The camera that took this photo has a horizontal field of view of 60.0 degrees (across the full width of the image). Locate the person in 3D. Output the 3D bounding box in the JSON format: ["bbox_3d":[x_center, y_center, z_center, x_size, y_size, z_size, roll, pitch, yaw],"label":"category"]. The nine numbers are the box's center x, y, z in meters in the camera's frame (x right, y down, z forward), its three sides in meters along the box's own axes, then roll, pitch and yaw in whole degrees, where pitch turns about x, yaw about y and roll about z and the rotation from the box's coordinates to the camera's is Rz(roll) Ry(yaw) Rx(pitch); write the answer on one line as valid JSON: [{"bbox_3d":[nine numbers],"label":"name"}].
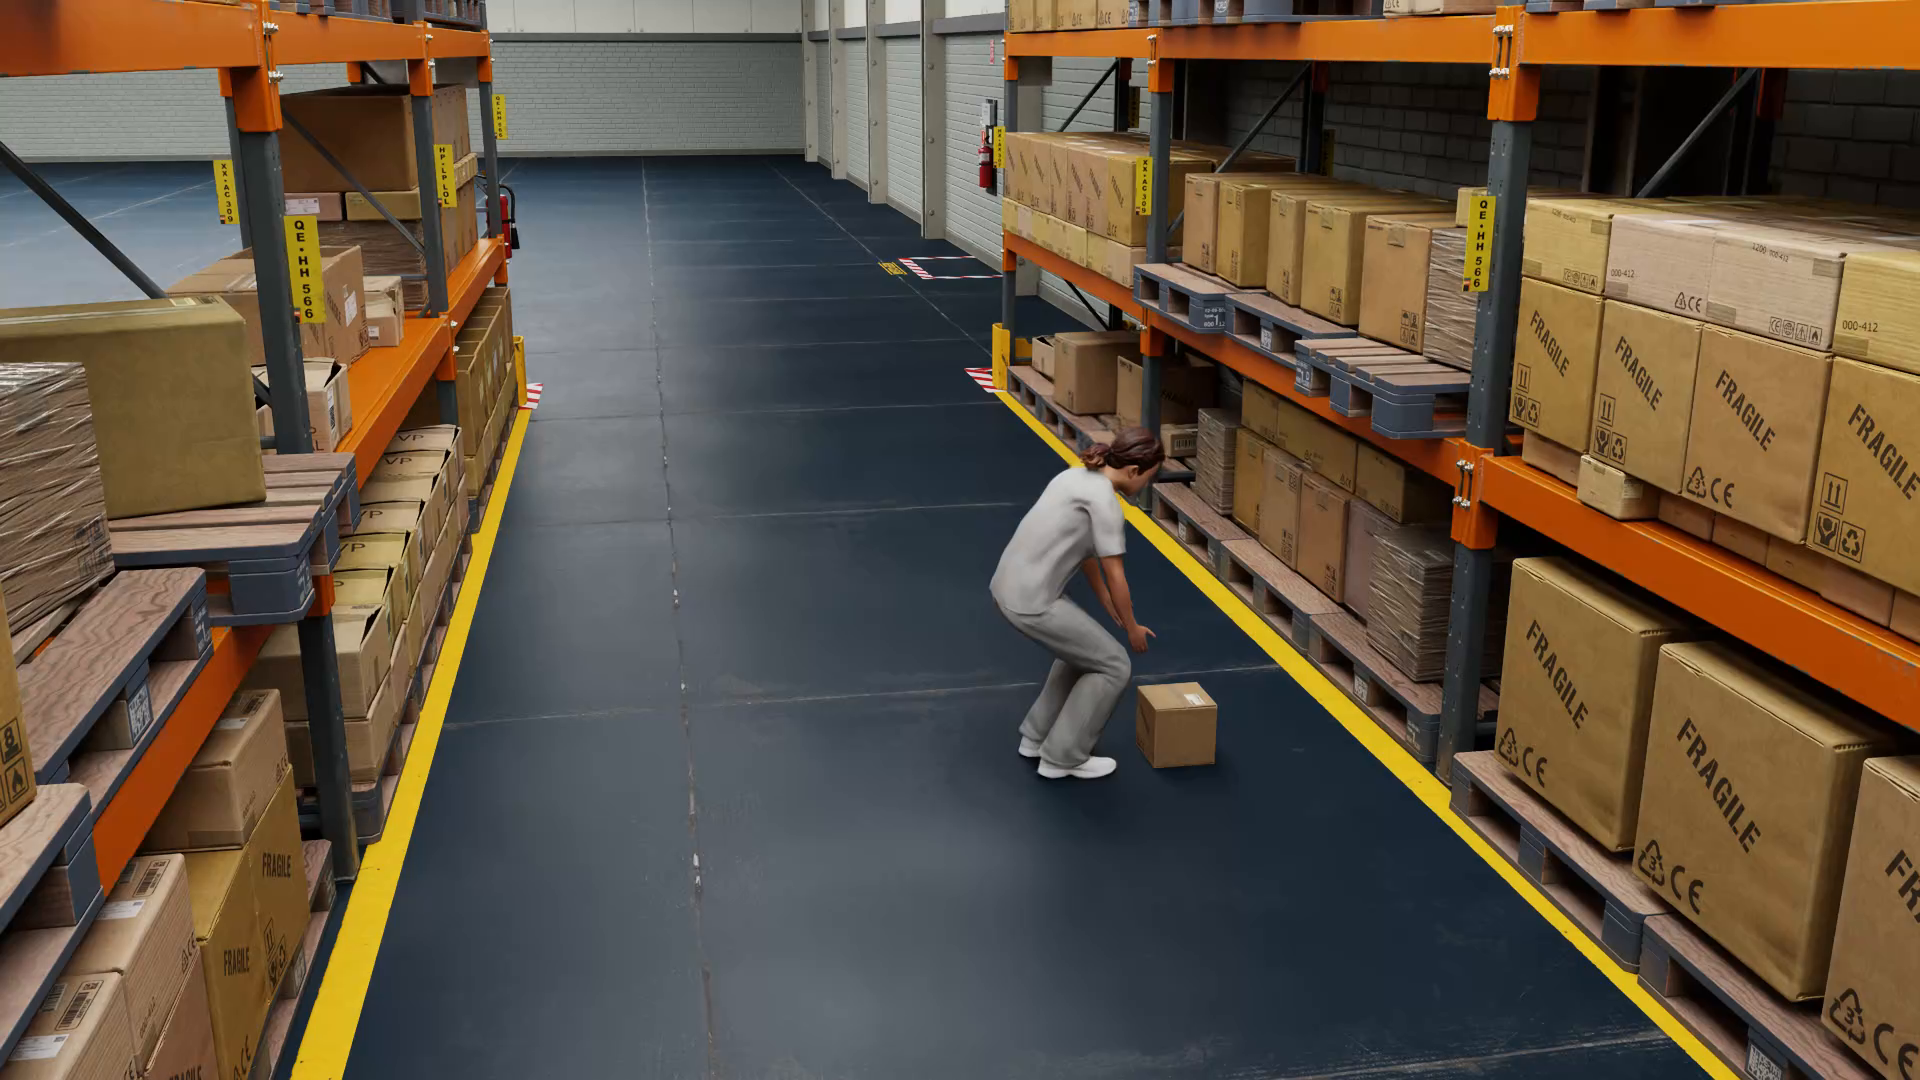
[{"bbox_3d":[0.445,0.227,6.384,0.667,1.333,0.491,-3,17,-10],"label":"person"}]
